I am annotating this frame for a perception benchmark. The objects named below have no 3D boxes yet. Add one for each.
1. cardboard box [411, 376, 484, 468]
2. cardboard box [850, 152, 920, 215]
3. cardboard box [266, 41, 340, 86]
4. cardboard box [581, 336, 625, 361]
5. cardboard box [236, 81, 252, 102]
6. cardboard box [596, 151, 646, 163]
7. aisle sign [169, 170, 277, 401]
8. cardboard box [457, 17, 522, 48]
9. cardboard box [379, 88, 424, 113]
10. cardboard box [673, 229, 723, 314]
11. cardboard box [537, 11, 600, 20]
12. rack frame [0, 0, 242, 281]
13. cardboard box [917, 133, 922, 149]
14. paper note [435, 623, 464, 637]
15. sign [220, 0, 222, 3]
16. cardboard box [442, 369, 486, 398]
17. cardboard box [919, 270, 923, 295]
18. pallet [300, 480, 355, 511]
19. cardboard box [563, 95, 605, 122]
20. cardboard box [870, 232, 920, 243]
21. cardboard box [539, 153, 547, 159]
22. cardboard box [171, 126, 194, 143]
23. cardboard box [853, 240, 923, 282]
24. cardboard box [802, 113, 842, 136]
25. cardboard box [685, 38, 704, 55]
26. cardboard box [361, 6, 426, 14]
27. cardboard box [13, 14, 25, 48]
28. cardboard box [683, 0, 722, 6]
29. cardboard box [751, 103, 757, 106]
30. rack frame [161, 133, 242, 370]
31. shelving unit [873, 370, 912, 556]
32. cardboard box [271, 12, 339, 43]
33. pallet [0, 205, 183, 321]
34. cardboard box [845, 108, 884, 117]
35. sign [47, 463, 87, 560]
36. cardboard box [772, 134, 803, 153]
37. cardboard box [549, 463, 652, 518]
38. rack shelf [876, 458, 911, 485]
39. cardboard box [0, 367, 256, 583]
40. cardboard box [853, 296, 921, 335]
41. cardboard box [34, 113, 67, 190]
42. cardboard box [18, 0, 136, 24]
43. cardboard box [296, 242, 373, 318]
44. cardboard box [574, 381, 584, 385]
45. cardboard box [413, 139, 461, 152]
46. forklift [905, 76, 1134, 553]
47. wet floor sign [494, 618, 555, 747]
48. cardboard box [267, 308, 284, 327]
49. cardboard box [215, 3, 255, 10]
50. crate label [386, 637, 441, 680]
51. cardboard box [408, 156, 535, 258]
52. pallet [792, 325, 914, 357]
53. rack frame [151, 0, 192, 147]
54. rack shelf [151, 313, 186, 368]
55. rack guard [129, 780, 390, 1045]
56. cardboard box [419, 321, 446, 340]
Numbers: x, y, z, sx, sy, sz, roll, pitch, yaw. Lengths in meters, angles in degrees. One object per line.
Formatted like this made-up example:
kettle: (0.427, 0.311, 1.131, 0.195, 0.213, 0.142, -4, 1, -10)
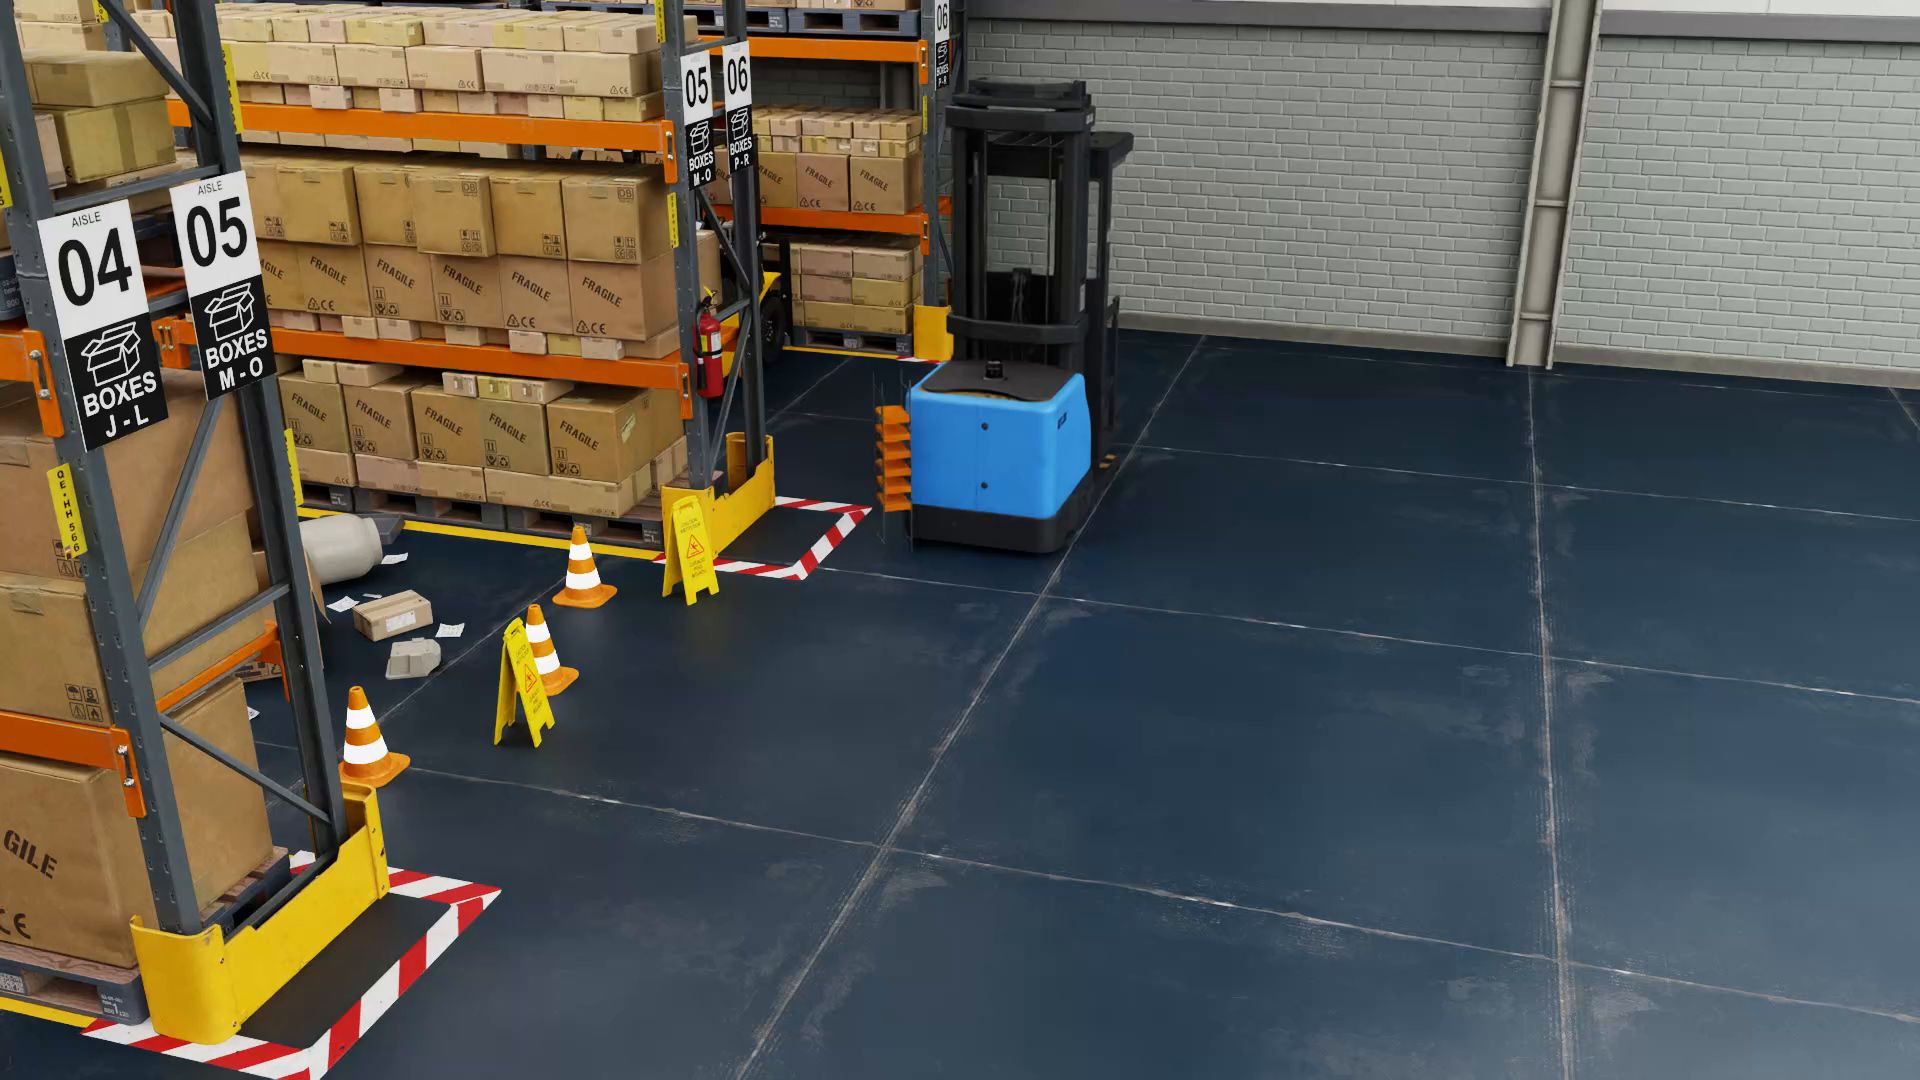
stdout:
cardboard box: (-3.387, -0.833, 11.431, 0.500, 0.500, 0.500, 6, 23, 14)
cardboard box: (-0.680, -3.266, 15.148, 0.500, 0.500, 0.500, 6, 23, 14)
cardboard box: (-4.078, -3.091, 10.707, 0.500, 0.250, 0.500, 7, 23, 16)
cardboard box: (-2.258, -1.292, 10.798, 0.250, 0.149, 0.380, 6, 23, 15)
cardboard box: (-4.661, -3.008, 11.030, 0.250, 0.149, 0.380, 7, 23, 16)
cardboard box: (-3.110, -3.551, 15.844, 0.500, 0.500, 0.500, 7, 23, 16)
aisle sign: (-2.742, -0.952, 6.213, 0.004, 0.787, 0.394, 7, 23, 16)
cardboard box: (-2.918, -3.167, 10.367, 0.250, 0.149, 0.380, 7, 23, 16)
cardboard box: (-3.469, -2.819, 10.568, 0.250, 0.149, 0.380, 6, 23, 15)
cardboard box: (-1.937, -1.794, 11.167, 0.500, 0.500, 0.500, 6, 23, 15)
cardboard box: (-2.531, -3.337, 10.781, 0.250, 0.149, 0.380, 6, 23, 15)
rack frame: (-2.896, -2.423, 5.321, 0.127, 3.000, 1.000, 7, 23, 16)
cardboard box: (-0.383, -3.739, 15.446, 0.250, 0.149, 0.380, 6, 23, 14)
paper note: (-3.043, 0.536, 9.924, 0.142, 0.019, 0.148, -1, 22, -3)
sign: (-5.243, -3.721, 11.755, 0.005, 0.325, 0.100, 7, 23, 16)
cardboard box: (-3.268, -1.094, 11.211, 0.250, 0.149, 0.380, 8, 23, 18)
cardboard box: (-0.523, -2.542, 15.925, 0.500, 0.250, 0.500, 7, 23, 16)
pallet: (-4.740, -0.545, 12.321, 1.213, 0.211, 1.003, 7, 23, 16)
cardboard box: (-2.233, -2.682, 10.234, 0.250, 0.149, 0.380, 7, 23, 16)
cardboard box: (-0.539, -2.768, 15.817, 0.500, 0.250, 0.500, 6, 23, 15)
cardboard box: (-4.360, -3.784, 16.740, 0.500, 0.250, 0.500, 7, 23, 17)
cardboard box: (-8.240, -4.492, 17.583, 0.500, 0.500, 0.500, 8, 24, 18)
cardboard box: (-0.664, -2.583, 15.367, 0.500, 0.250, 0.500, 7, 23, 17)
cardboard box: (-1.257, -3.797, 15.195, 0.250, 0.149, 0.380, 7, 23, 16)
cardboard box: (-1.968, -3.065, 10.644, 0.500, 0.250, 0.500, 6, 23, 15)
cardboard box: (-3.765, -3.463, 11.088, 0.250, 0.149, 0.380, 7, 23, 16)
cardboard box: (-6.477, -3.477, 11.487, 0.500, 0.250, 0.500, 7, 23, 16)
cardboard box: (-2.128, -5.124, 15.036, 0.637, 0.503, 0.797, 7, 23, 17)
cardboard box: (-2.120, -4.067, 15.855, 0.250, 0.149, 0.380, 7, 23, 17)
rack frame: (-5.393, -1.896, 11.940, 0.127, 3.000, 1.000, 7, 23, 16)
shelving unit: (-0.439, -0.500, 10.906, 0.189, 1.200, 0.258, -6, 23, -15)
cardboard box: (-4.182, -3.286, 10.656, 0.250, 0.149, 0.380, 6, 23, 14)
pallet: (-3.610, -1.072, 6.096, 1.213, 0.211, 1.003, 7, 23, 16)
cardboard box: (-0.891, -3.924, 15.506, 0.250, 0.149, 0.380, 7, 23, 17)
sign: (-3.066, -0.098, 5.717, 0.005, 0.325, 0.100, 7, 23, 16)
cardboard box: (-1.533, -3.655, 15.242, 0.250, 0.149, 0.380, 6, 23, 14)
cardboard box: (-2.438, -0.373, 11.297, 0.500, 0.250, 0.500, 6, 23, 15)
rack shelf: (-0.439, -0.458, 10.923, 0.180, 0.103, 0.258, -6, 23, -15)
cardboard box: (-3.240, -0.272, 6.359, 0.550, 0.550, 0.875, 7, 23, 16)
cardboard box: (-0.674, -2.120, 15.556, 0.500, 0.250, 0.500, 7, 23, 16)
cardboard box: (-3.446, -1.297, 5.646, 0.500, 0.250, 0.500, 7, 23, 16)
cardboard box: (-5.984, -3.657, 11.266, 0.500, 0.250, 0.500, 7, 23, 17)
cardboard box: (-4.088, -1.824, 11.240, 0.500, 0.500, 0.500, 6, 23, 15)
cardboard box: (-2.780, -0.974, 11.773, 0.500, 0.500, 0.500, 6, 23, 14)
cardboard box: (-5.001, -3.876, 16.307, 0.500, 0.250, 0.500, 6, 23, 14)
forklift: (0.568, -1.800, 11.796, 1.130, 2.935, 3.031, 7, 23, 17)
wet floor sign: (-2.297, 0.725, 8.652, 0.232, 0.644, 0.267, 3, 22, 6)
cardboard box: (-4.664, -1.602, 11.553, 0.250, 0.149, 0.380, 6, 23, 15)
cardboard box: (-5.026, -3.581, 11.375, 0.250, 0.149, 0.380, 7, 23, 17)
crate label: (-3.113, 0.665, 9.467, 0.298, 0.136, 0.250, -5, 23, -12)
cardboard box: (-3.116, -2.157, 10.736, 0.500, 0.500, 0.700, 6, 23, 15)
pallet: (-0.877, -2.040, 15.965, 1.213, 0.211, 1.003, 7, 23, 16)
rack frame: (-7.792, -4.138, 17.406, 0.127, 3.000, 1.000, 7, 23, 16)
rack shelf: (-7.308, -1.782, 12.611, 4.000, 0.370, 1.077, 7, 23, 16)
rack guard: (-2.873, 1.511, 6.927, 0.348, 0.500, 1.175, 7, 23, 16)
cardboard box: (-3.441, -1.479, 11.254, 0.250, 0.149, 0.380, 7, 23, 16)
